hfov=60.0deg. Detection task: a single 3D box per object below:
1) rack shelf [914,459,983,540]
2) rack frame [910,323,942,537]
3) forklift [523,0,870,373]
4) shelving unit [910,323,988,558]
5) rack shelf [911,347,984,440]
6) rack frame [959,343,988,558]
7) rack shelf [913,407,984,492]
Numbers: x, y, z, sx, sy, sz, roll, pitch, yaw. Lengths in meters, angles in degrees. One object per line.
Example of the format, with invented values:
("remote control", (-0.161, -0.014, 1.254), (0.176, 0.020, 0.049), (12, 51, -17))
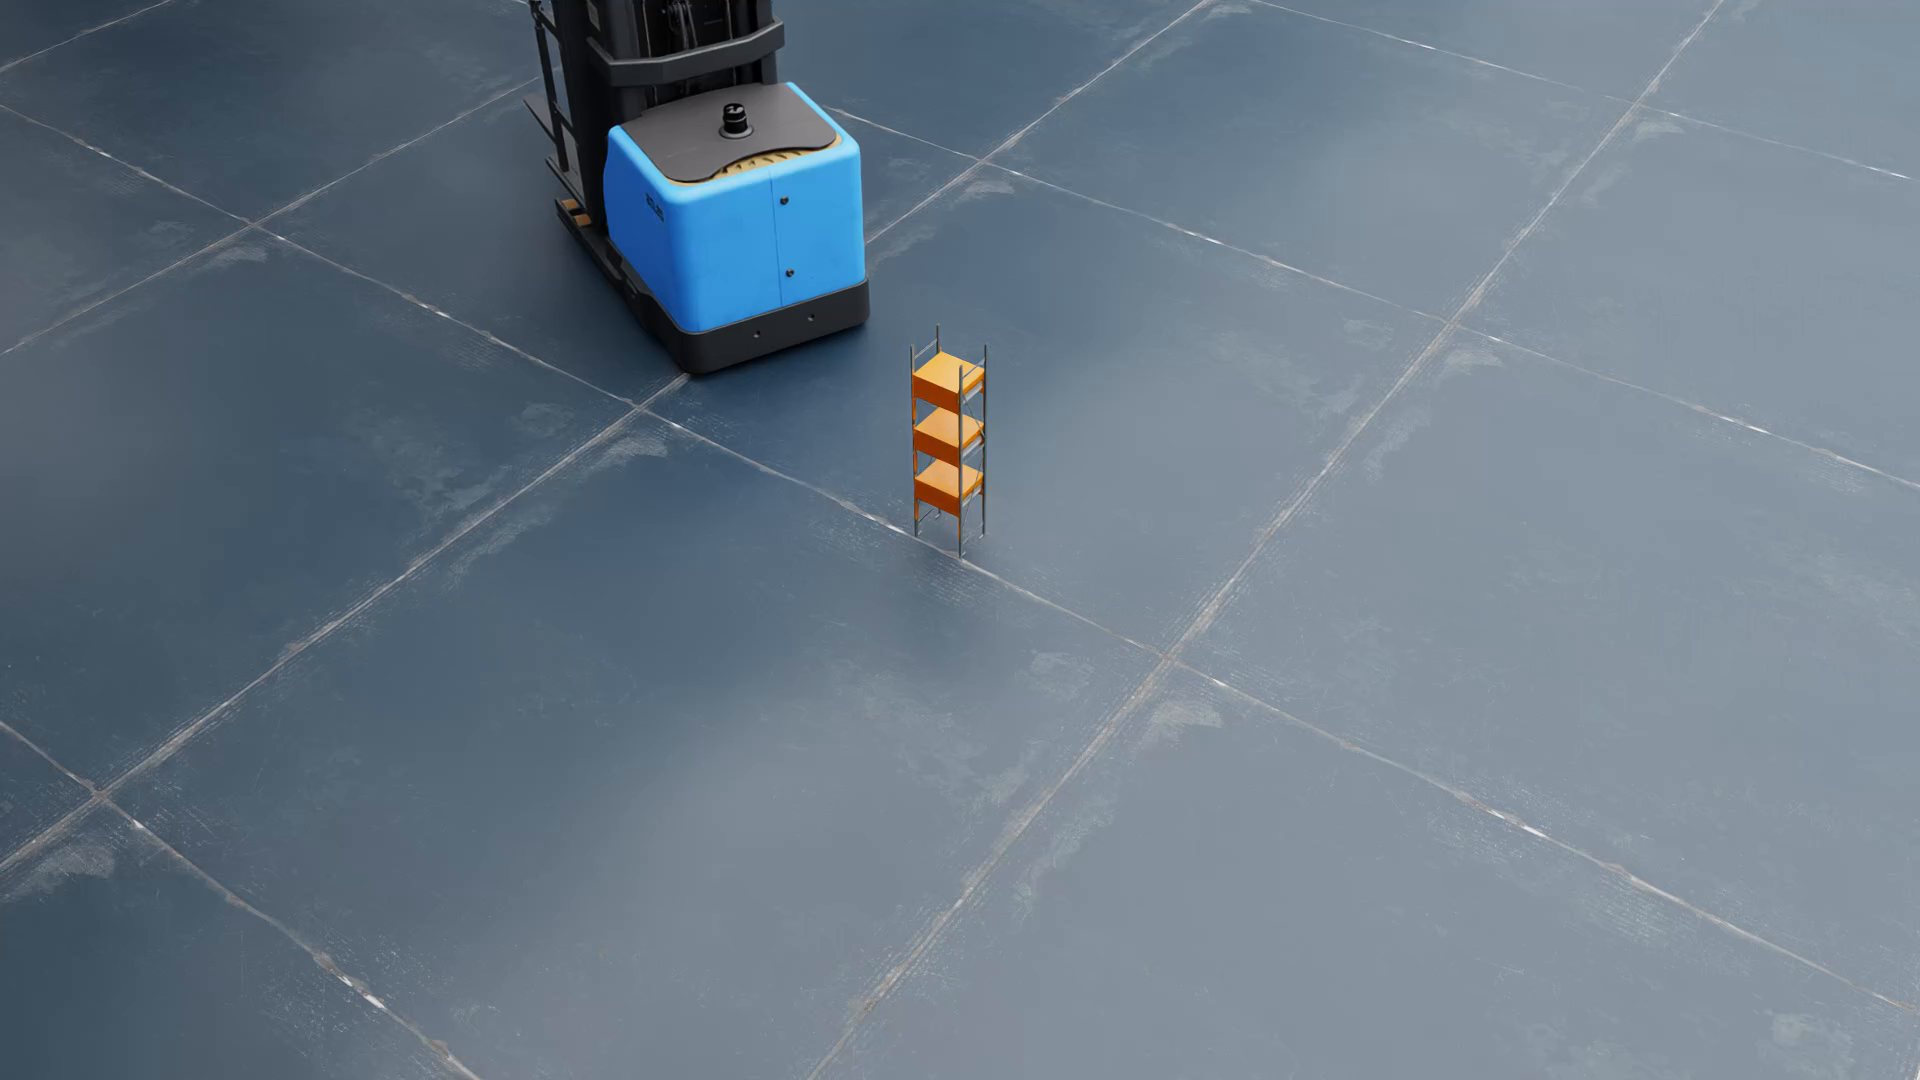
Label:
("rack shelf", (-0.044, -0.197, 7.364), (0.240, 0.259, 0.215), (25, 48, 25))
("rack frame", (-0.144, -0.458, 7.223), (0.008, 1.050, 0.200), (25, 48, 25))
("forklift", (-1.640, -2.896, 8.537), (1.130, 2.935, 3.031), (-21, 46, -22))
("shelving unit", (-0.044, -0.412, 7.171), (0.252, 1.050, 0.215), (25, 48, 25))
("rack shelf", (-0.044, -0.615, 6.989), (0.240, 0.259, 0.215), (25, 48, 25))
("rack frame", (0.056, -0.365, 7.119), (0.008, 1.050, 0.200), (25, 48, 25))
("rack shelf", (-0.044, -0.404, 7.178), (0.240, 0.259, 0.215), (25, 48, 25))
